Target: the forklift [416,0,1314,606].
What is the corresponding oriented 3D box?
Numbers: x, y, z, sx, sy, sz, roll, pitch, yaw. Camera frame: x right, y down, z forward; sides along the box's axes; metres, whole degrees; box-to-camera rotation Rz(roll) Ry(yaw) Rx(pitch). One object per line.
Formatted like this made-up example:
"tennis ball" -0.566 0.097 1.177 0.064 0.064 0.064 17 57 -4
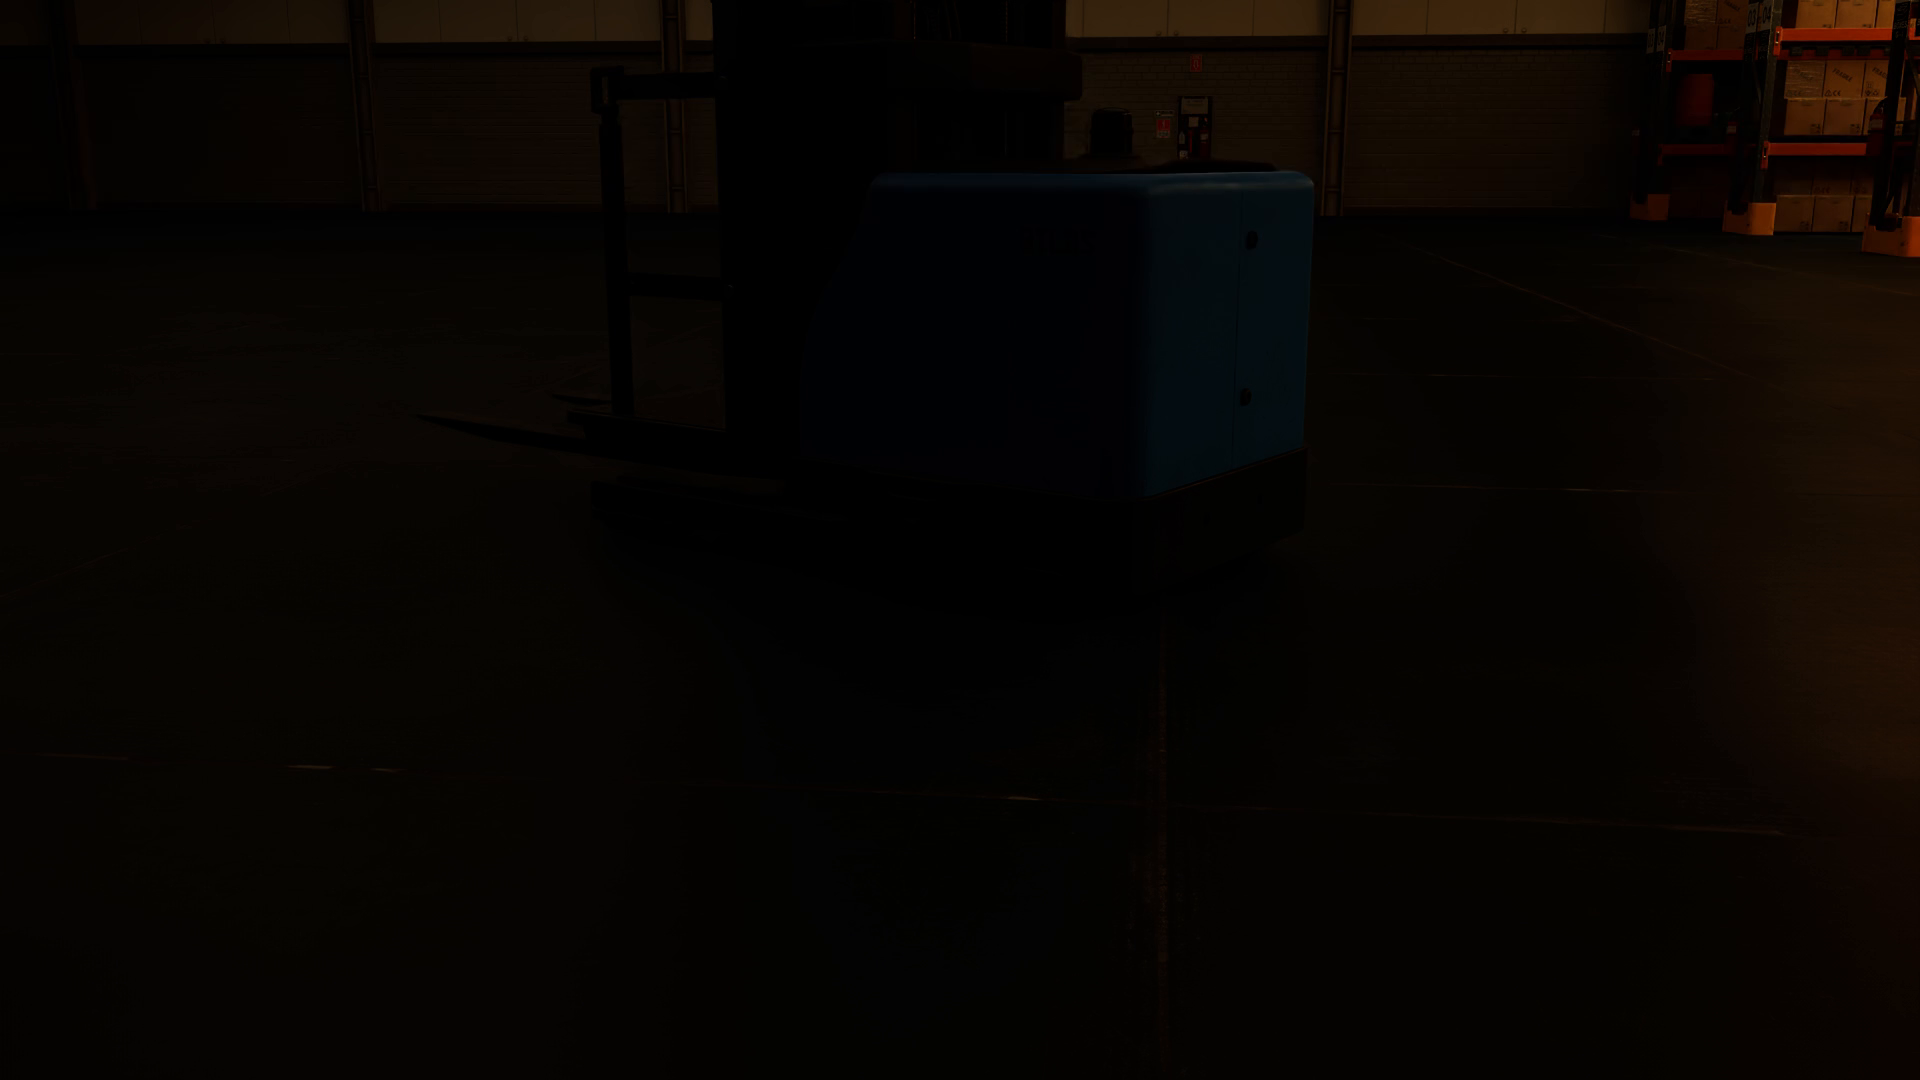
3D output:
"forklift" -0.501 -1.508 4.958 3.031 2.935 1.130 10 16 35
